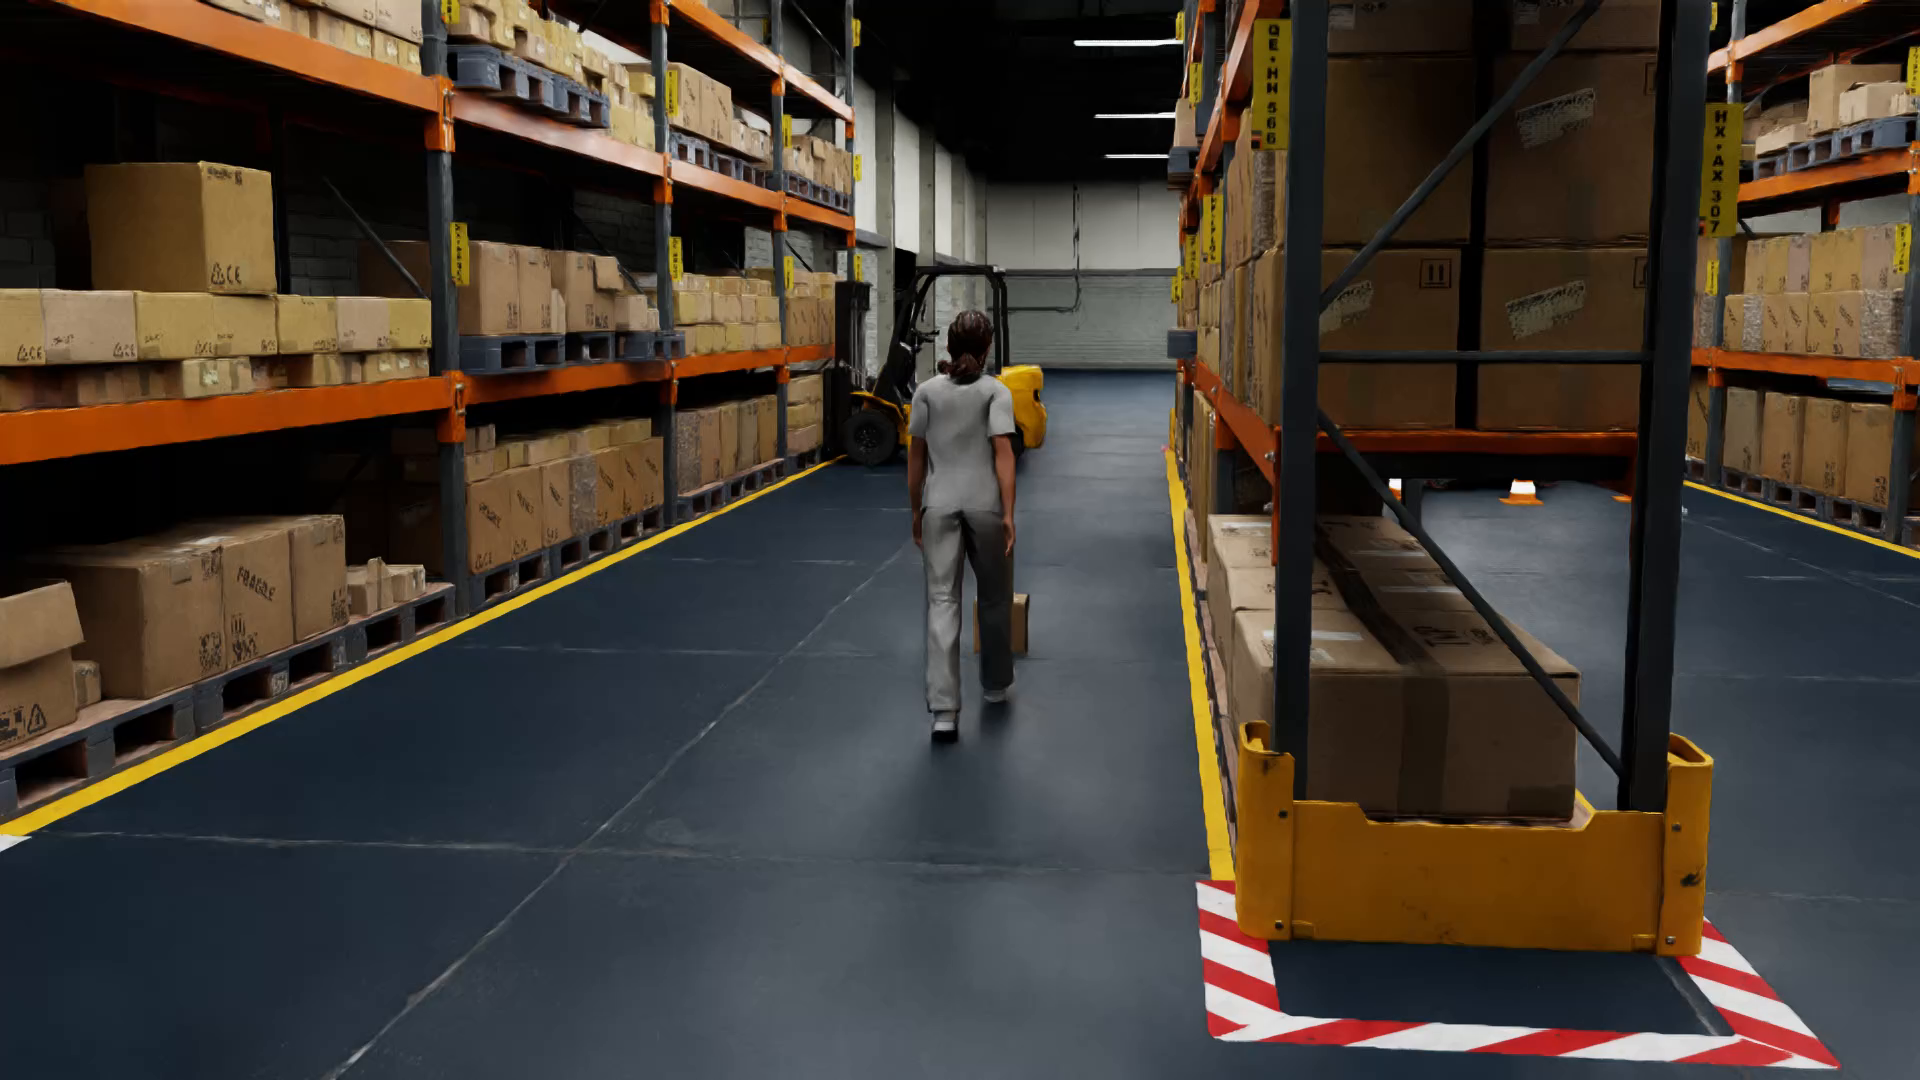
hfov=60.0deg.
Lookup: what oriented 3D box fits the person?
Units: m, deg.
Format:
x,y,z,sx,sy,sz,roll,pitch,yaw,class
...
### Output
x,y,z,sx,sy,sz,roll,pitch,yaw,class
0.014,-0.104,6.662,0.456,1.619,0.953,1,8,7,person
